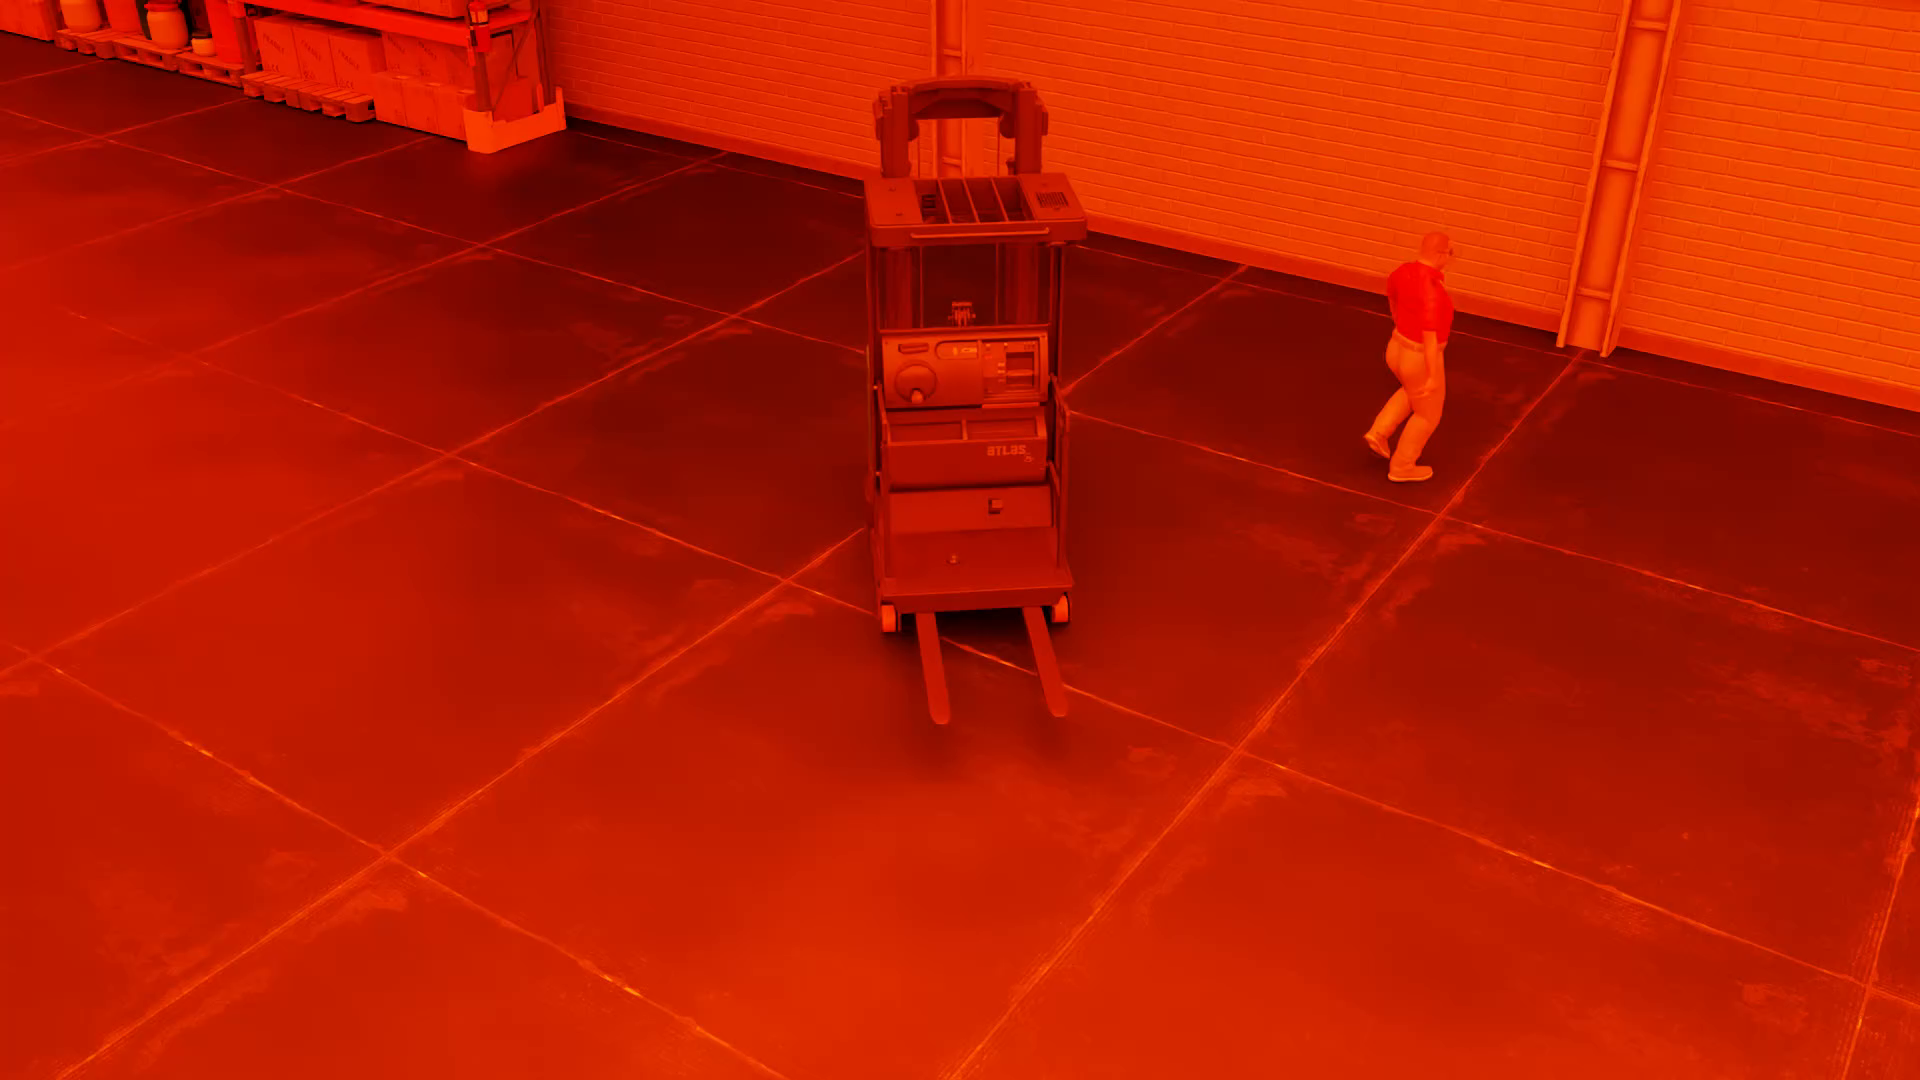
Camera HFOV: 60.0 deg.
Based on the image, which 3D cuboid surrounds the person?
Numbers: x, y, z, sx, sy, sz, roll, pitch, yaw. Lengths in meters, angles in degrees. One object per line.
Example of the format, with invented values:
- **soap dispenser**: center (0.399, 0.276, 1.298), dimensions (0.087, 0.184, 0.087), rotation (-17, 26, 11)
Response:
- **person**: center (3.010, -1.203, 10.872), dimensions (0.477, 1.708, 0.699), rotation (-10, 31, -16)

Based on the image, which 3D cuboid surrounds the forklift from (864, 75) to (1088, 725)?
- **forklift**: center (0.056, -0.913, 9.153), dimensions (1.130, 2.935, 3.031), rotation (-3, 30, -5)
